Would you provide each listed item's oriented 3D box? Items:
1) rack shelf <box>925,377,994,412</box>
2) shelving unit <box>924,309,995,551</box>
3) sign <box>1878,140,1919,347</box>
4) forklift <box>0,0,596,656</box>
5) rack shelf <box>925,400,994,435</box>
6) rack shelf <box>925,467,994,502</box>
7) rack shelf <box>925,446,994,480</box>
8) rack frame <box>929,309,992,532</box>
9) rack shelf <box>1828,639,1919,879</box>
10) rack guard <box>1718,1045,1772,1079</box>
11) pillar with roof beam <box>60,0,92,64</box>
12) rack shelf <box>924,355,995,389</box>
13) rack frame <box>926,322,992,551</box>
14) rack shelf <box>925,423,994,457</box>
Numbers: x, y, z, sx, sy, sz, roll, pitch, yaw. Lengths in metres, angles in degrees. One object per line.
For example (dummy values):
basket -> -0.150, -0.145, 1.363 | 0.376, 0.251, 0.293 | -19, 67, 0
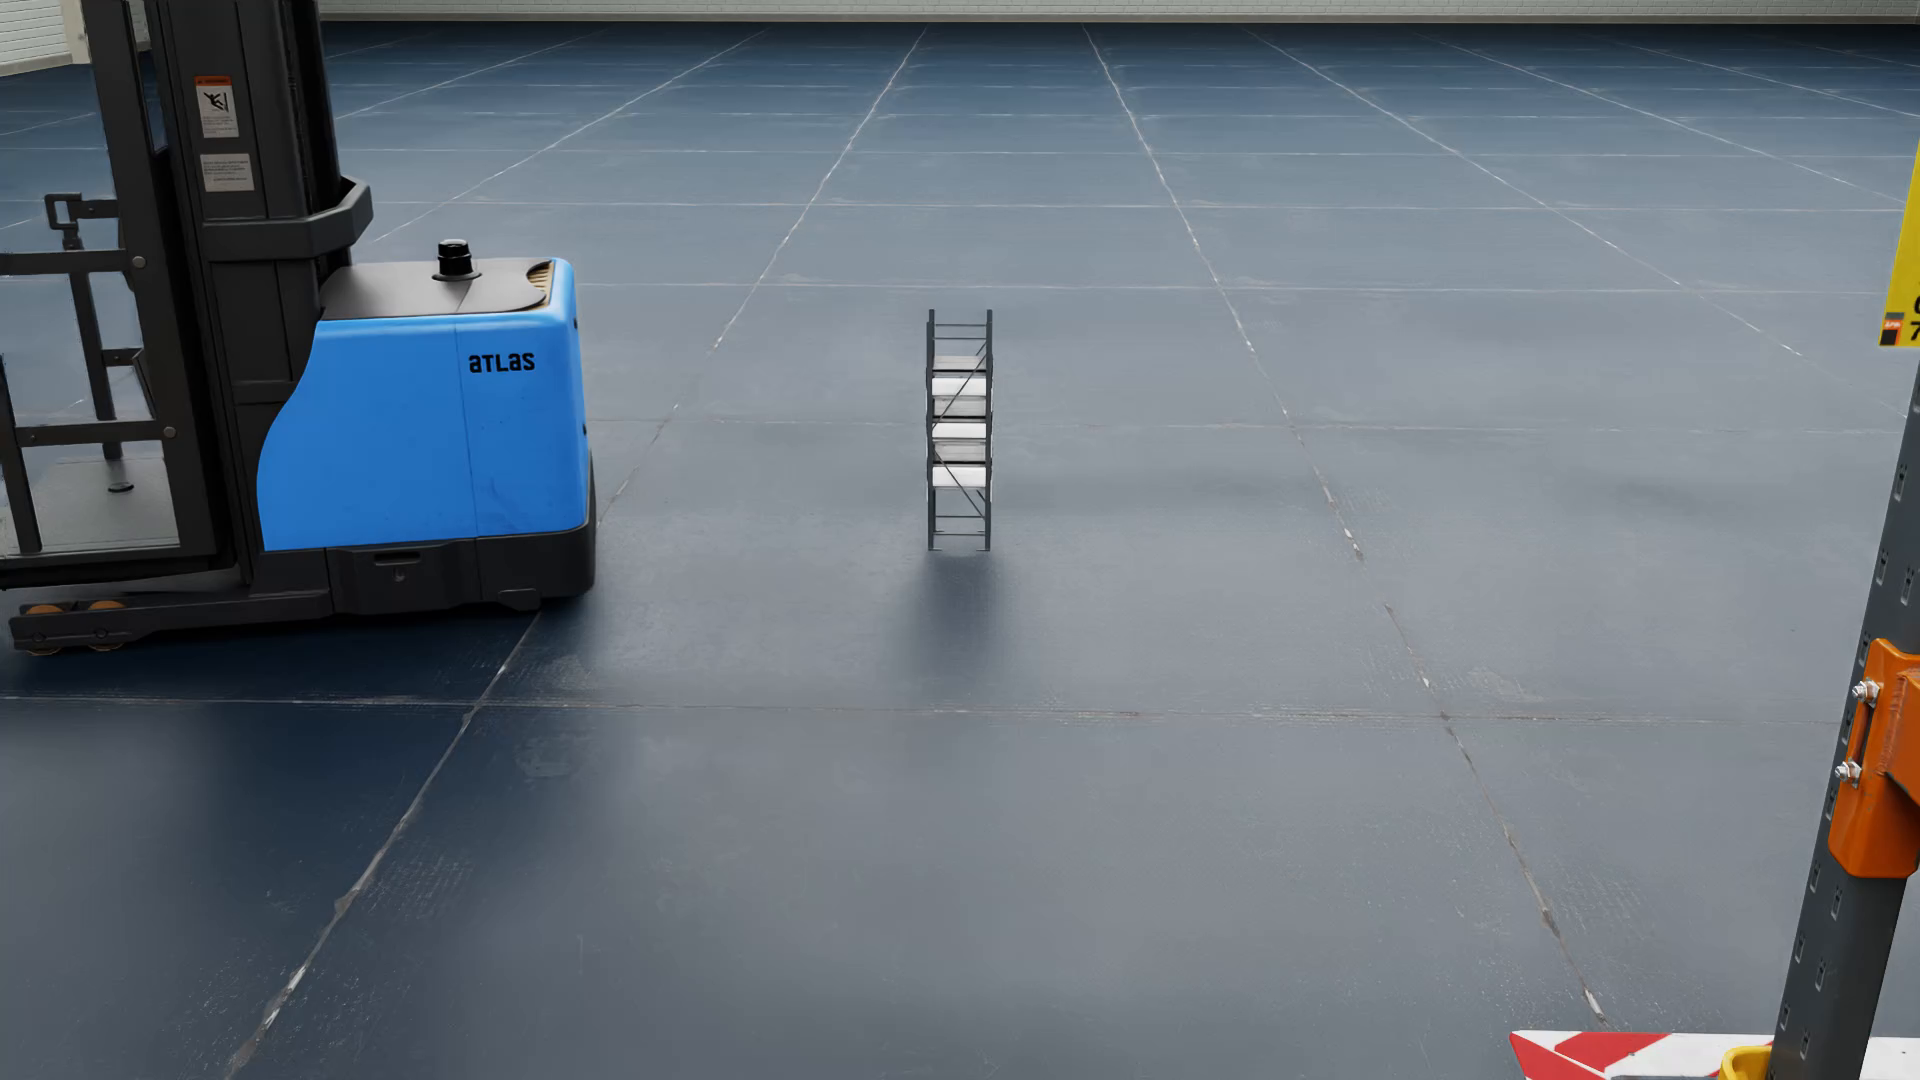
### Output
rack shelf -> 0.000, -0.553, 6.306 | 0.258, 0.077, 0.200 | 1, 21, 2
shelving unit -> 0.000, -0.417, 6.359 | 0.258, 0.900, 0.210 | 1, 21, 2
sign -> 1.341, -0.424, 2.278 | 0.100, 0.325, 0.005 | 1, 21, 2
forklift -> -2.872, -1.188, 5.540 | 3.031, 2.935, 1.130 | -4, 22, -10
rack shelf -> 0.000, -0.469, 6.338 | 0.258, 0.077, 0.200 | 1, 21, 2
rack shelf -> 0.000, -0.218, 6.436 | 0.258, 0.077, 0.200 | 1, 21, 2
rack shelf -> 0.000, -0.302, 6.403 | 0.258, 0.077, 0.200 | 1, 21, 2
rack frame -> 0.003, -0.453, 6.453 | 0.240, 0.900, 0.006 | 1, 21, 2
rack shelf -> 1.822, 1.044, 0.685 | 1.077, 0.370, 4.000 | 1, 21, 2
rack guard -> 1.881, 1.179, 2.800 | 1.175, 0.500, 0.348 | 1, 21, 2
pillar with roof beam -> -8.873, -11.362, 23.371 | 9.100, 9.000, 0.400 | 1, 21, 2
rack shelf -> 0.000, -0.637, 6.273 | 0.258, 0.077, 0.200 | 1, 21, 2
rack frame -> -0.003, -0.380, 6.264 | 0.240, 0.900, 0.006 | 1, 21, 2
rack shelf -> 0.000, -0.386, 6.371 | 0.258, 0.077, 0.200 | 1, 21, 2
